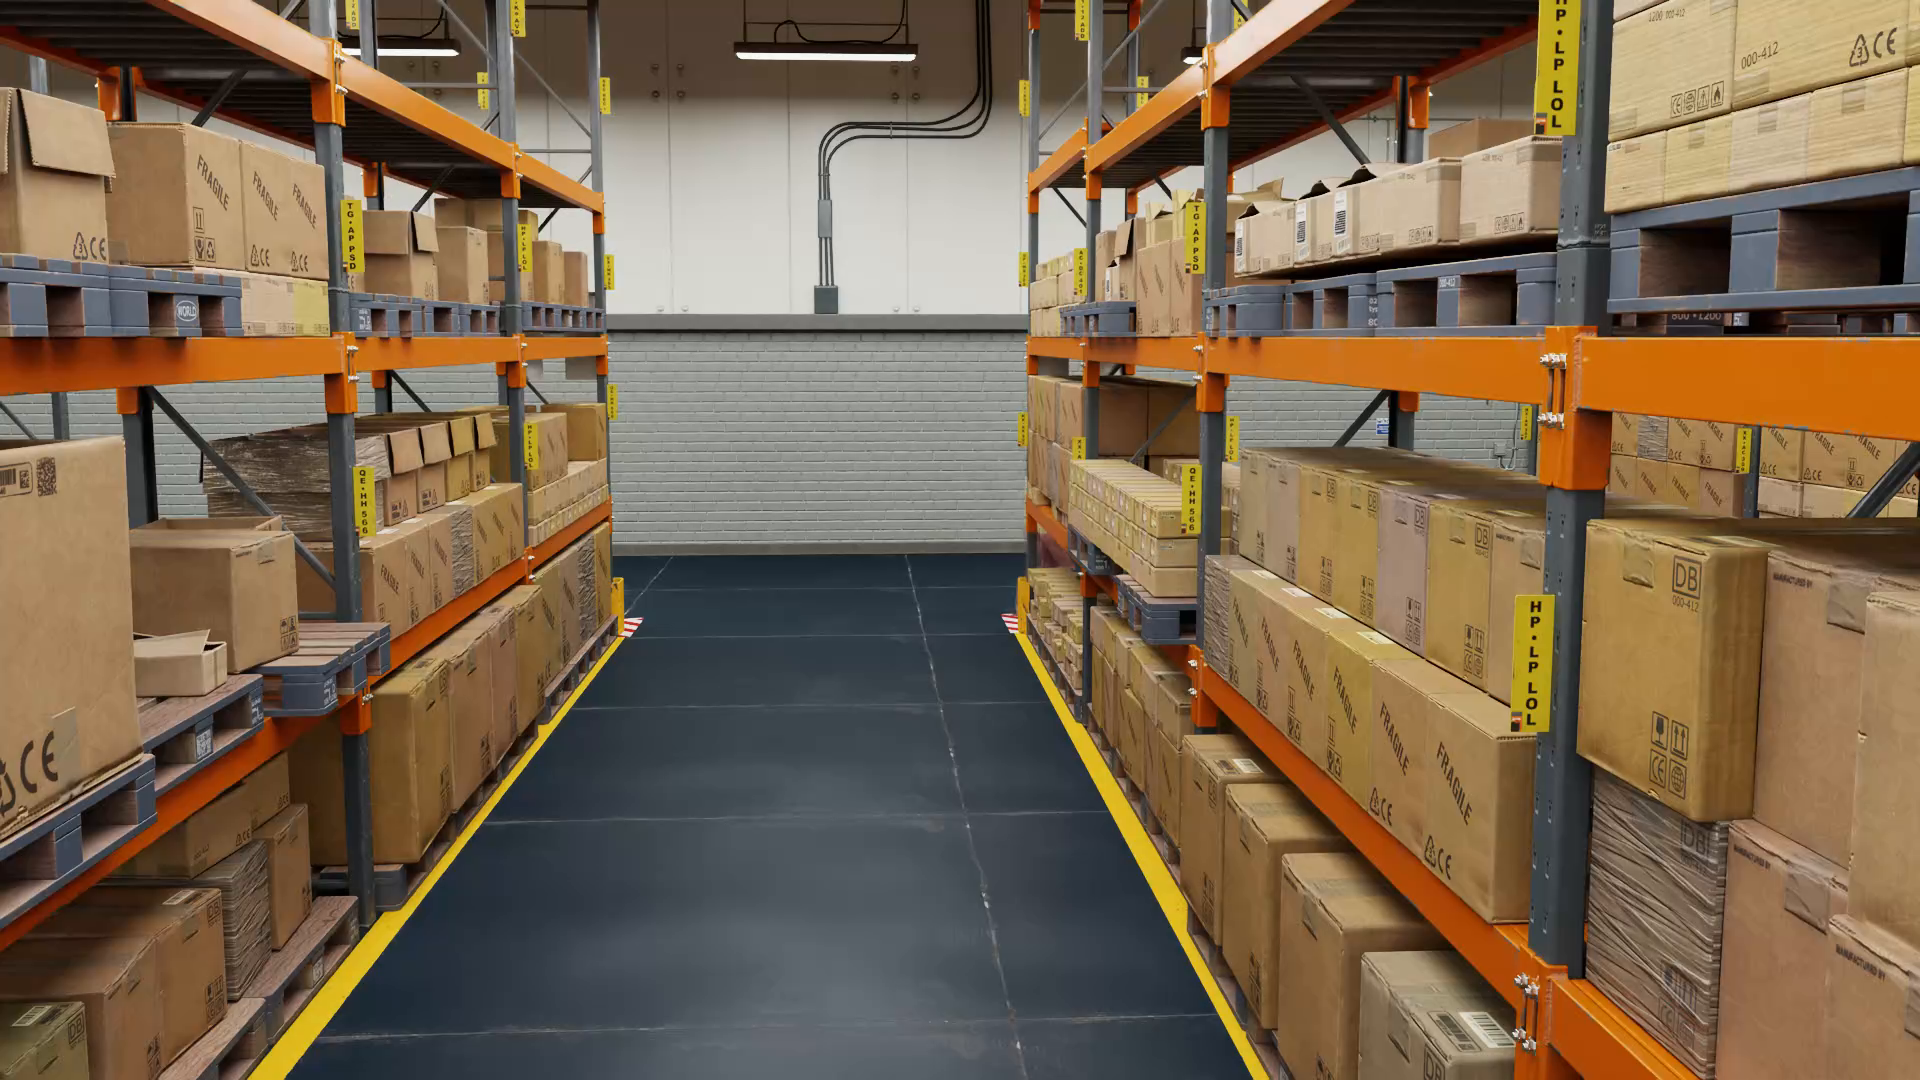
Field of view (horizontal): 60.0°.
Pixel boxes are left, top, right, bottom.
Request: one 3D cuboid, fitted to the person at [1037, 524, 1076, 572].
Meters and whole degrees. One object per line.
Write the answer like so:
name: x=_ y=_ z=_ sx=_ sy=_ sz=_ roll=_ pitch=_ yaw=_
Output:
person: x=0.920 y=-0.061 z=17.039 sx=0.547 sy=1.600 sz=0.604 roll=-1 pitch=7 yaw=-7
